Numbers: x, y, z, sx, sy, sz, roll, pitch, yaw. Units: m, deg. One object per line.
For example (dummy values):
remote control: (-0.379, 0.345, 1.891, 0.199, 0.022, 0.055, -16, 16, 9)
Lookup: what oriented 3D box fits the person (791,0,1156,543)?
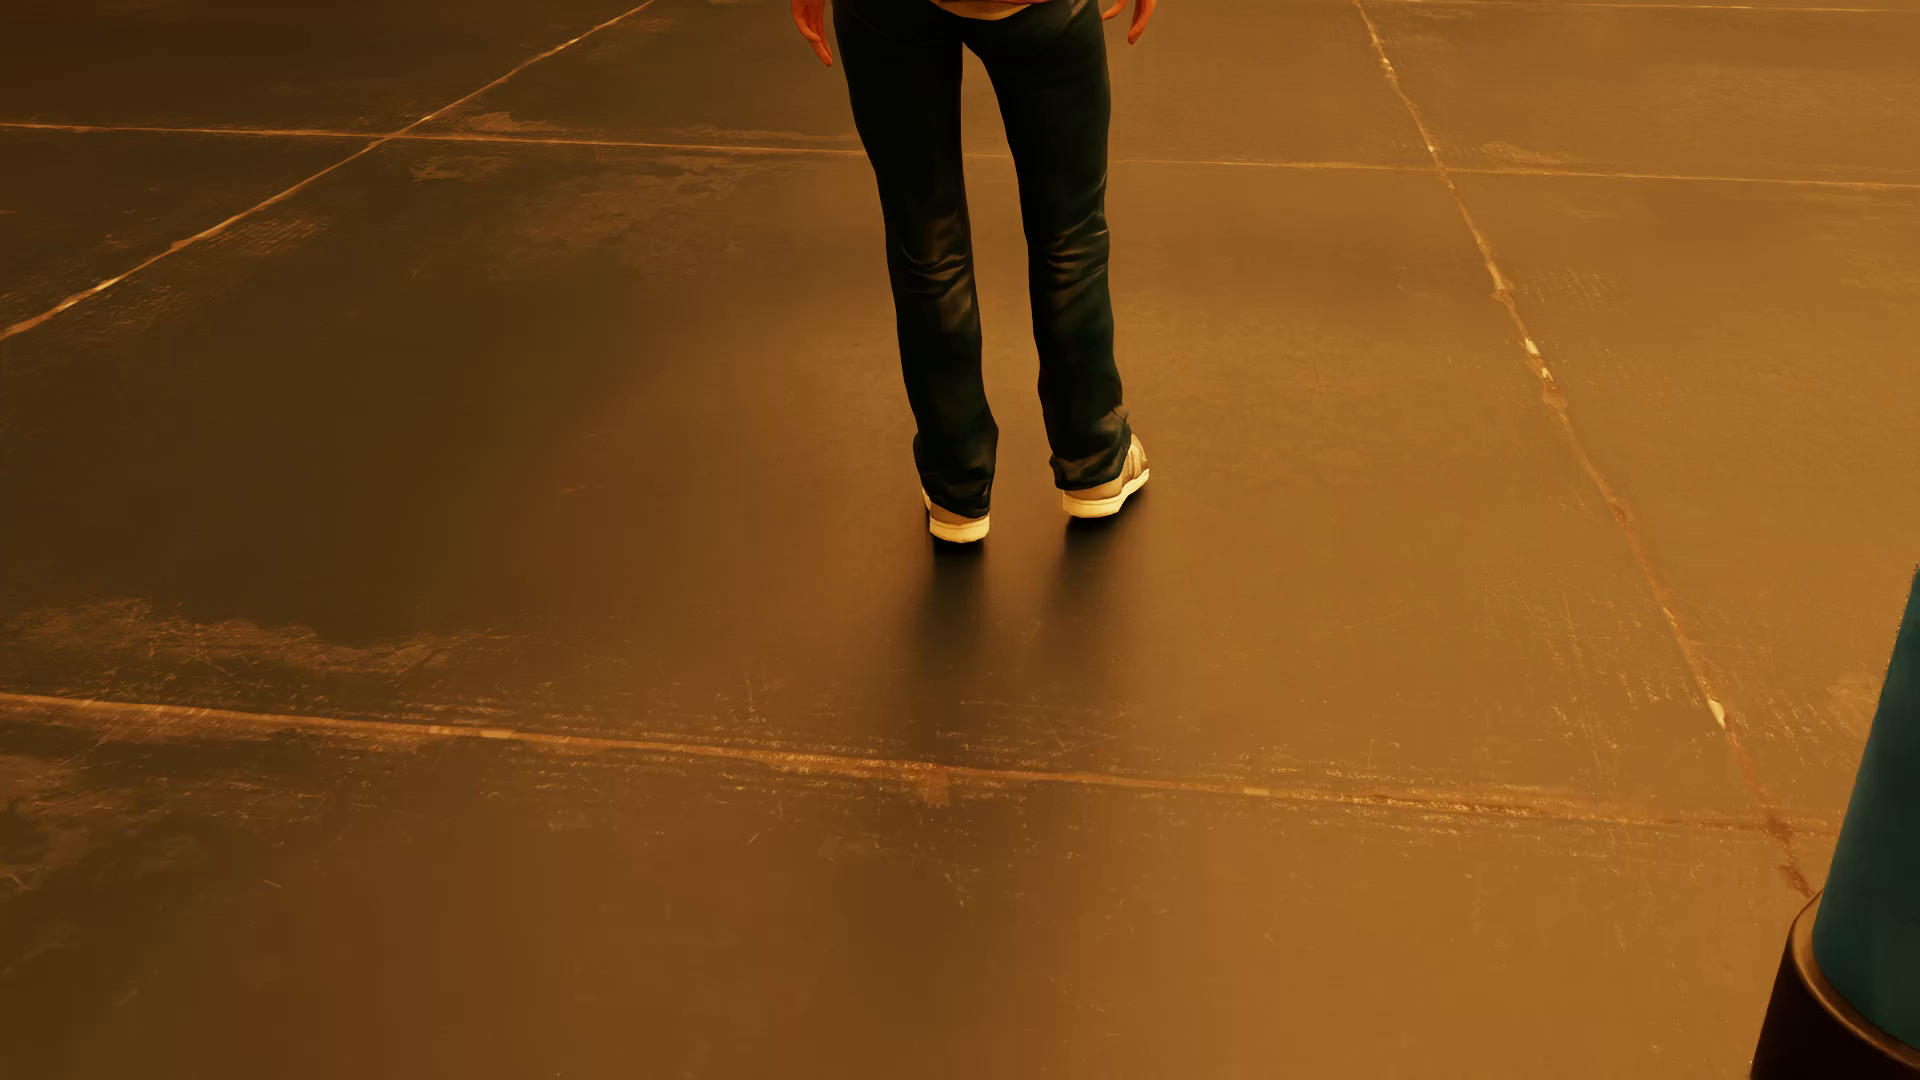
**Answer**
person: (0.024, -0.753, 2.204, 0.520, 1.597, 0.476, 3, 27, 7)
